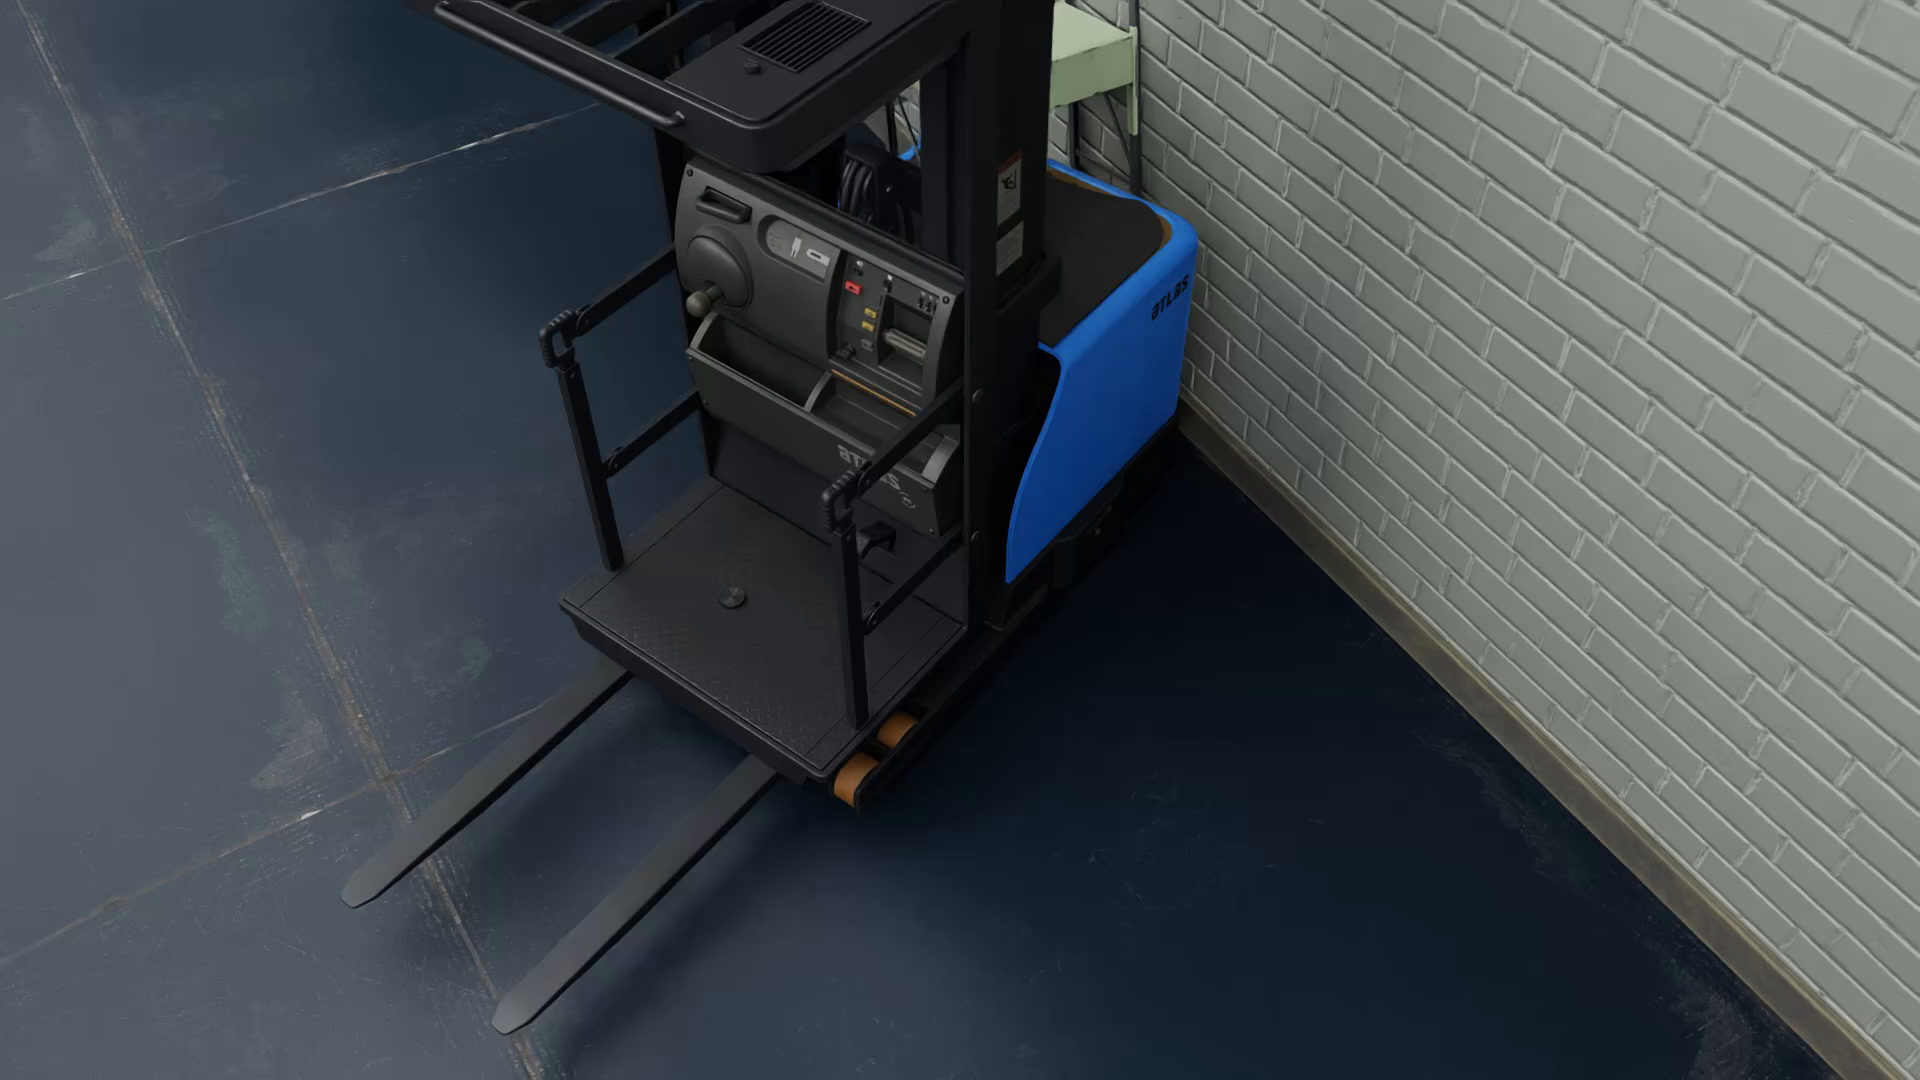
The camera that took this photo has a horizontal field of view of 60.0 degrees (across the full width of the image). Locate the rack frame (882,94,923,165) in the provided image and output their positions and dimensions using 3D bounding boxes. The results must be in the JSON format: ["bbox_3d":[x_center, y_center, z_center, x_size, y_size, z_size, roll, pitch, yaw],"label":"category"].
[{"bbox_3d":[-0.115,-1.028,5.556,0.023,1.500,0.400,-24,42,-22],"label":"rack frame"}]

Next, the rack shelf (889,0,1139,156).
[{"bbox_3d":[0.169,-1.470,5.452,0.720,0.370,0.431,-24,42,-22],"label":"rack shelf"}]

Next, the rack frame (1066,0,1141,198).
[{"bbox_3d":[0.506,-1.301,5.831,0.023,1.500,0.400,-24,42,-22],"label":"rack frame"}]

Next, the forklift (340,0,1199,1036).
[{"bbox_3d":[-0.527,-0.592,4.314,1.130,2.935,3.031,30,55,24],"label":"forklift"}]

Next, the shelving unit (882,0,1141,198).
[{"bbox_3d":[0.196,-1.164,5.693,0.755,1.500,0.431,-24,42,-22],"label":"shelving unit"}]
